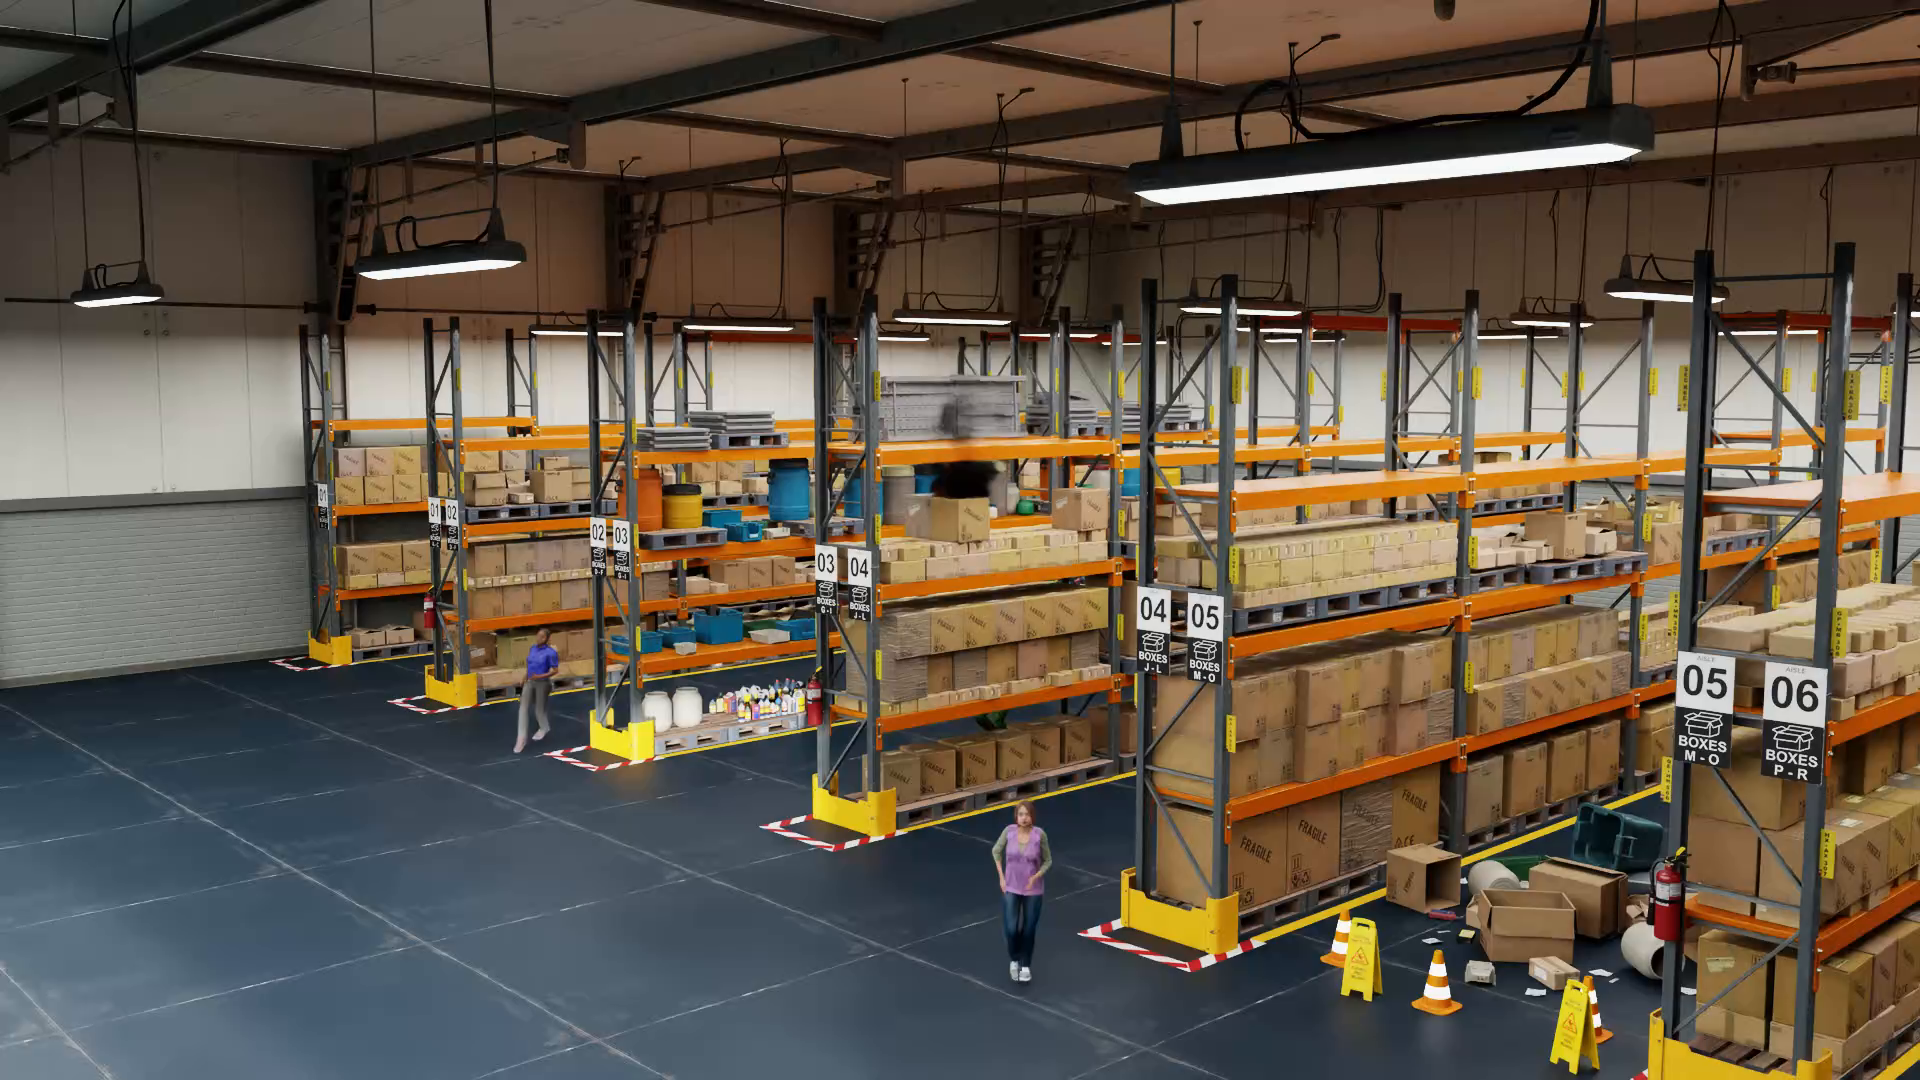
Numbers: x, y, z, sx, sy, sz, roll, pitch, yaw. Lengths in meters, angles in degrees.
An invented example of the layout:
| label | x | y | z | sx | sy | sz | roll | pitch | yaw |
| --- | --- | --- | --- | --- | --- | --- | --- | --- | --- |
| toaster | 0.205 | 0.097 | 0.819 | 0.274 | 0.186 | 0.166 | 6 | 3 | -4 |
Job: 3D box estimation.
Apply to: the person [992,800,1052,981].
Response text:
| label | x | y | z | sx | sy | sz | roll | pitch | yaw |
| --- | --- | --- | --- | --- | --- | --- | --- | --- | --- |
| person | 0.515 | 2.970 | 14.002 | 0.518 | 1.569 | 0.518 | 1 | 6 | 5 |

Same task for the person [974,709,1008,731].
| label | x | y | z | sx | sy | sz | roll | pitch | yaw |
| --- | --- | --- | --- | --- | --- | --- | --- | --- | --- |
| person | 0.456 | 2.029 | 22.296 | 0.633 | 1.740 | 0.619 | 5 | 8 | 40 |

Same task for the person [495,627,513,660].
| label | x | y | z | sx | sy | sz | roll | pitch | yaw |
| --- | --- | --- | --- | --- | --- | --- | --- | --- | --- |
| person | -7.754 | 1.485 | 28.371 | 0.606 | 1.662 | 0.923 | 5 | 7 | 38 |

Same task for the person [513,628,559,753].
| label | x | y | z | sx | sy | sz | roll | pitch | yaw |
| --- | --- | --- | --- | --- | --- | --- | --- | --- | --- |
| person | -5.802 | 2.038 | 22.861 | 0.605 | 1.649 | 0.845 | 1 | 6 | 14 |
